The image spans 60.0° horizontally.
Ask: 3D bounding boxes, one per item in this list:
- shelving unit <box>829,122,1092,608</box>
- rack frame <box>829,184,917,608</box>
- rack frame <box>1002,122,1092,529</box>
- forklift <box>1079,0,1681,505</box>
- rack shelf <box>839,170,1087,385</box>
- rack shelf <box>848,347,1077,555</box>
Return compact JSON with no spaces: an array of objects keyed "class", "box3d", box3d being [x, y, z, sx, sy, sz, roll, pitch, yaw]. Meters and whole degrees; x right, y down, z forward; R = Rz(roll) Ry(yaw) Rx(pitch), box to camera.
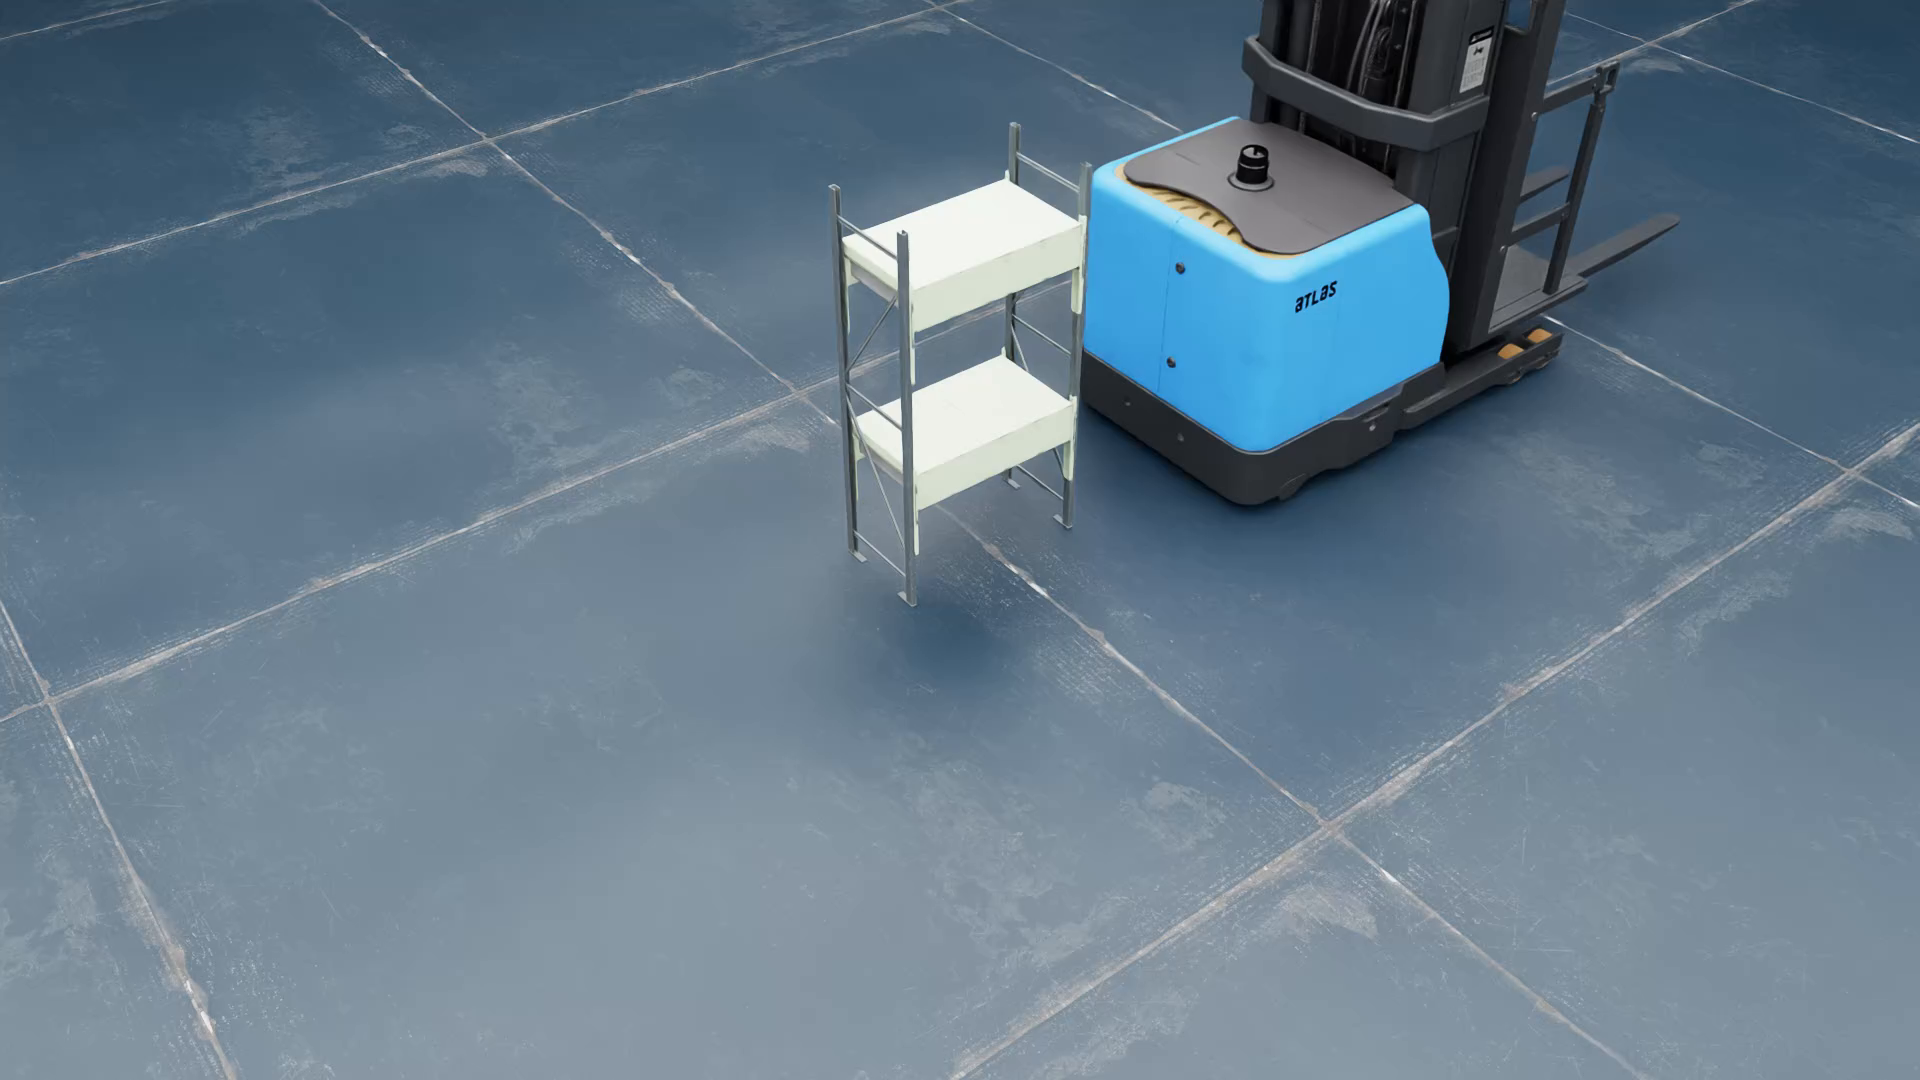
[{"class":"shelving unit","box3d":[0.005,-0.582,5.777,0.755,1.500,0.431,-26,46,-28]},{"class":"rack frame","box3d":[-0.285,-0.441,5.605,0.023,1.500,0.400,-26,46,-28]},{"class":"rack frame","box3d":[0.295,-0.724,5.950,0.023,1.500,0.400,-26,46,-28]},{"class":"forklift","box3d":[1.952,-2.034,6.419,3.031,2.935,1.130,-26,46,-28]},{"class":"rack shelf","box3d":[0.005,-0.884,5.530,0.720,0.370,0.431,-26,46,-28]},{"class":"rack shelf","box3d":[0.005,-0.330,5.984,0.720,0.370,0.431,-26,46,-28]}]
